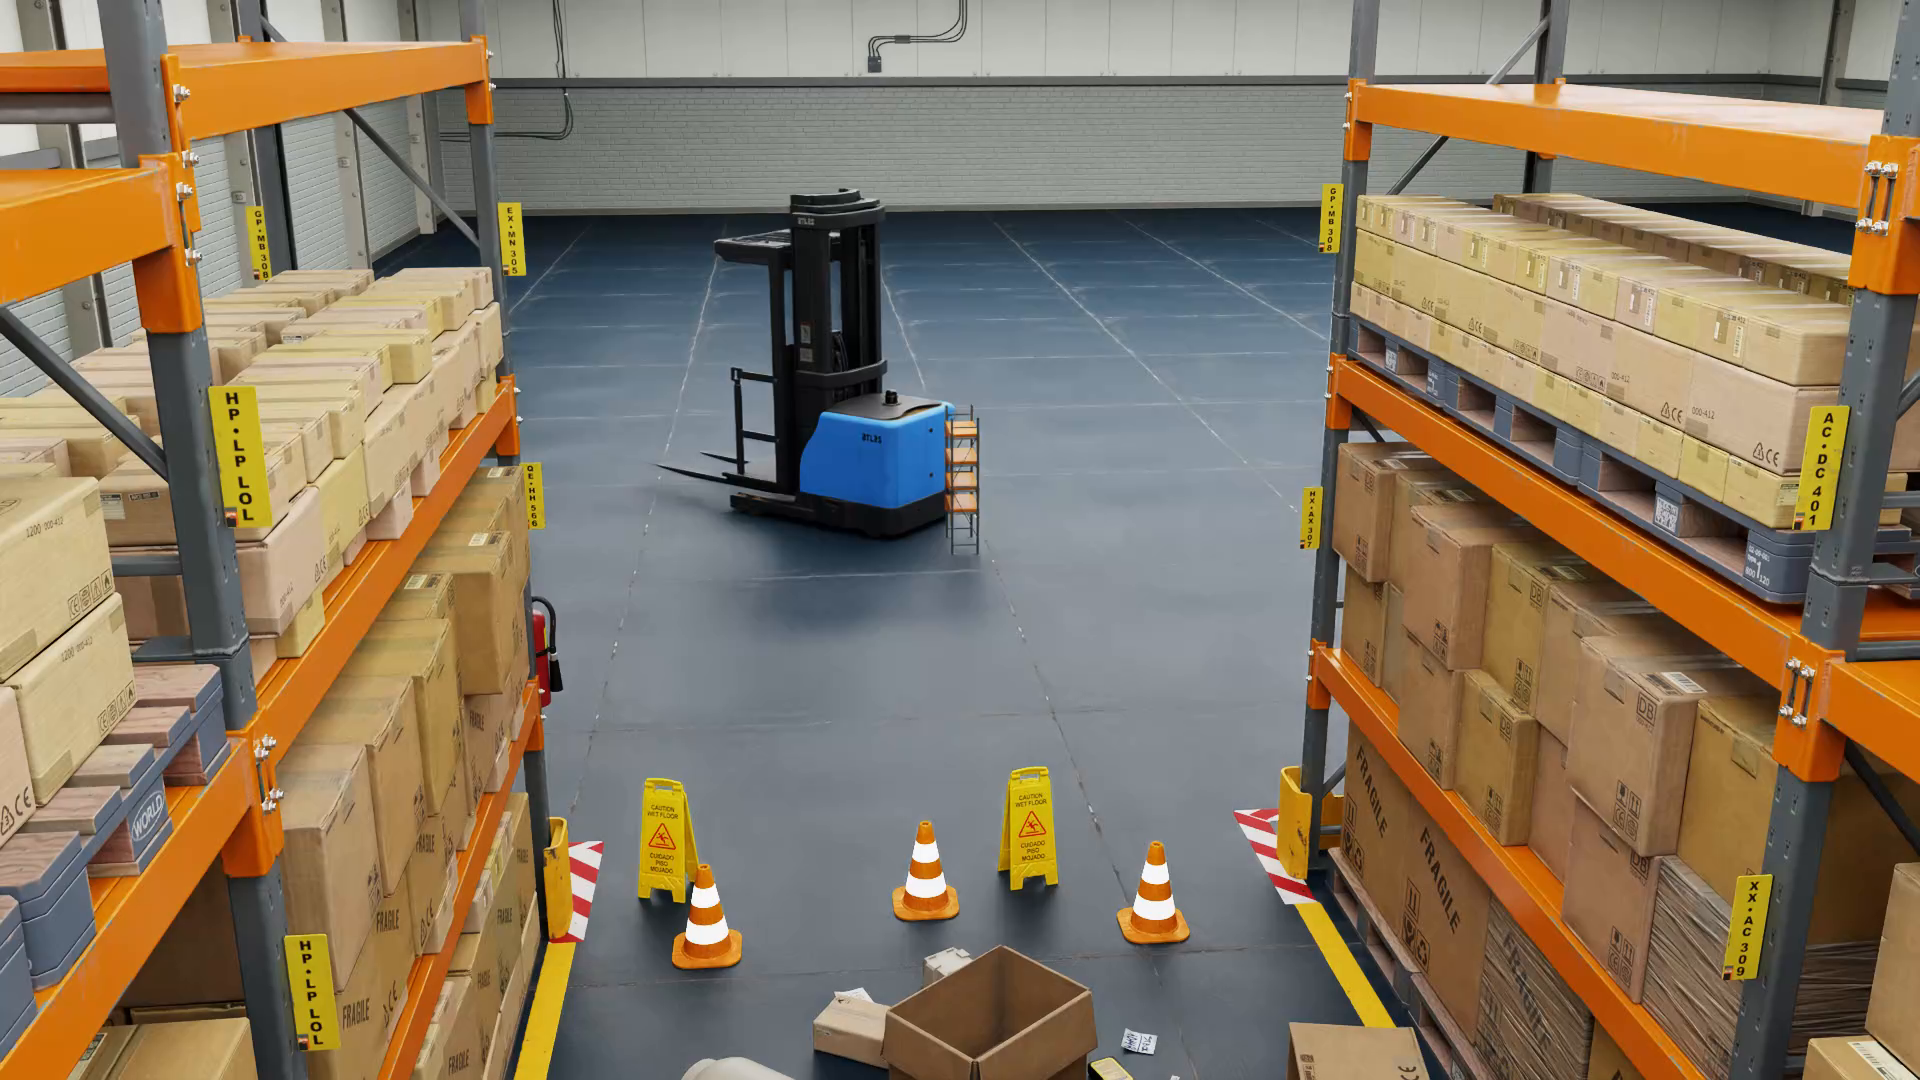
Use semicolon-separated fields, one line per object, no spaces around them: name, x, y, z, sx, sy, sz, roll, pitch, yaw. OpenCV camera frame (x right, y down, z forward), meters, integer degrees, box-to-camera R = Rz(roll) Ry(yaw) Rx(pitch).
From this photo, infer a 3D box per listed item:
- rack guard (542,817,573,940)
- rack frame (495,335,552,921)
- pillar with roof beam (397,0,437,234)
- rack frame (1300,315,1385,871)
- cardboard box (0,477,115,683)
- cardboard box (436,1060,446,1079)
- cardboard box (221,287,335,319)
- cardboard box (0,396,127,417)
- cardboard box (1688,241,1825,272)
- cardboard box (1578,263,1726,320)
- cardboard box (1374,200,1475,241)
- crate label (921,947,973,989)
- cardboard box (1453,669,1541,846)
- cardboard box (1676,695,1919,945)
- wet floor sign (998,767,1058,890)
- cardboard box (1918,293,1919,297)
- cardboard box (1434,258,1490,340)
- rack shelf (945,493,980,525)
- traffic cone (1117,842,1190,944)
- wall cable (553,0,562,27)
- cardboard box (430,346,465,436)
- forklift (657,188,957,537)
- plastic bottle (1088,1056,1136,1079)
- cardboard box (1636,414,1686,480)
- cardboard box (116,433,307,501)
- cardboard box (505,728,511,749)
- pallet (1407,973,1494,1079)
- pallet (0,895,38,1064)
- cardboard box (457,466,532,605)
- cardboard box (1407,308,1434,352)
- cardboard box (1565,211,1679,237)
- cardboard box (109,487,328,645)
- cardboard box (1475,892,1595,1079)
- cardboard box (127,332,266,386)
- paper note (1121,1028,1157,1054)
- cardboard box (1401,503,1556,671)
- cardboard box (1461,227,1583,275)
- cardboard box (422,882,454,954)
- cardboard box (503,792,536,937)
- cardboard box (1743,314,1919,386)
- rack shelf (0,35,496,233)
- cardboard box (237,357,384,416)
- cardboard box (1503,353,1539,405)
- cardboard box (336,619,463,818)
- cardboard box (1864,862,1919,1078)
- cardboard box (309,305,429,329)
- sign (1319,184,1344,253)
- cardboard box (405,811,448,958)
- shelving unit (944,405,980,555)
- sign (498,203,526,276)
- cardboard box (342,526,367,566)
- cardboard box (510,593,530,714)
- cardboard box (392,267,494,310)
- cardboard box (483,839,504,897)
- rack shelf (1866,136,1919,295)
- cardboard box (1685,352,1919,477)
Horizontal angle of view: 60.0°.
rack guard;-2.569;1.723;8.355;1.175;0.500;0.348;-2;18;-6
rack frame;-2.576;0.507;8.053;1.000;3.000;0.127;-2;18;-6
pillar with roof beam;-7.150;-11.036;34.806;9.100;9.000;0.400;-2;18;-6
rack frame;2.337;0.324;8.636;1.000;3.000;0.127;-2;18;-6
cardboard box;-1.977;0.070;3.155;0.500;0.250;0.500;-1;17;-4
cardboard box;-2.023;2.110;5.587;0.500;0.500;0.500;-1;17;-3
cardboard box;-2.736;-0.921;6.683;0.380;0.149;0.250;-2;18;-6
cardboard box;-2.612;-0.309;4.733;0.380;0.149;0.250;-1;17;-4
cardboard box;2.893;-0.996;6.054;0.380;0.149;0.250;-2;18;-6
cardboard box;2.289;-0.825;5.508;0.380;0.149;0.250;-2;18;-5
cardboard box;2.080;-1.431;7.441;0.380;0.149;0.250;-2;18;-5
crate label;-0.037;2.058;7.892;0.250;0.136;0.298;-12;21;-34
cardboard box;2.527;0.853;6.703;0.875;0.550;0.500;-2;18;-6
cardboard box;2.746;0.818;5.009;0.875;0.550;0.550;-2;18;-6
wet floor sign;0.364;1.500;8.821;0.267;0.644;0.232;-5;18;-15
cardboard box;2.997;-0.694;5.092;0.380;0.149;0.250;-2;18;-6
cardboard box;2.238;-0.972;6.643;0.500;0.250;0.500;-2;18;-6
rack shelf;0.017;-0.269;14.420;0.258;0.148;0.480;-2;18;-6
traffic cone;0.979;1.737;8.372;0.336;0.463;0.334;-2;18;-6
wall cable;-7.730;-12.833;37.283;3.097;2.526;0.112;-2;18;-6
cardboard box;-2.147;-0.546;6.153;0.500;0.250;0.500;-1;17;-4
forklift;-1.533;-1.746;15.345;3.031;2.935;1.130;12;21;33
plastic bottle;0.674;2.330;7.152;0.133;0.061;0.283;-8;19;-25
cardboard box;2.339;-0.294;5.149;0.380;0.149;0.250;-2;17;-5
cardboard box;-1.927;-0.173;4.301;0.380;0.149;0.250;-1;17;-4
cardboard box;-2.183;0.881;7.282;0.380;0.149;0.250;-2;18;-7
pallet;2.620;2.253;7.147;1.003;0.211;1.213;-2;18;-6
pallet;-2.096;0.854;2.255;1.213;0.211;1.003;-2;18;-6
cardboard box;-2.307;-0.014;7.380;0.700;0.500;0.500;-2;18;-7
cardboard box;2.132;-0.897;7.069;0.380;0.149;0.250;-2;18;-5
cardboard box;2.788;-1.298;7.015;0.380;0.149;0.250;-1;17;-5
cardboard box;-1.937;0.058;4.230;0.500;0.250;0.500;-2;18;-7
cardboard box;2.657;1.872;6.554;0.875;0.875;0.875;-2;18;-5
cardboard box;-2.617;-0.618;5.717;0.380;0.149;0.250;-1;17;-4
paper note;0.806;2.249;7.465;0.144;0.017;0.142;4;18;13
cardboard box;2.408;0.181;7.038;0.875;0.550;0.550;-2;18;-6
cardboard box;2.185;-1.127;6.472;0.380;0.149;0.250;-2;18;-6
cardboard box;-2.000;1.334;5.840;0.380;0.149;0.250;-2;18;-5
cardboard box;-2.234;1.492;7.555;0.500;0.500;0.500;-2;18;-5
cardboard box;2.395;-0.523;4.547;0.380;0.149;0.250;-2;18;-6
rack shelf;-2.370;-1.414;5.364;1.077;0.370;4.000;-2;18;-6
cardboard box;-2.060;-0.483;5.287;0.380;0.149;0.250;-2;18;-6
cardboard box;2.236;-0.596;6.113;0.380;0.149;0.250;-2;18;-6
cardboard box;-2.049;0.591;5.453;0.700;0.500;0.500;-2;18;-7
cardboard box;2.806;1.139;4.205;0.700;0.500;0.500;-2;18;-7
cardboard box;-2.222;-0.789;6.262;0.380;0.149;0.250;-2;18;-6
sign;1.784;-1.546;7.995;0.100;0.325;0.005;-2;18;-6
cardboard box;-2.046;1.071;5.594;0.500;0.500;0.500;-2;18;-6
shelving unit;0.017;-0.523;14.340;0.258;1.200;0.503;-2;18;-6
sign;-2.022;-1.357;7.507;0.100;0.325;0.005;-2;18;-6
cardboard box;-2.062;-0.018;5.140;0.380;0.149;0.250;-2;18;-7
cardboard box;-2.246;0.471;7.505;0.500;0.500;0.500;-2;18;-7
cardboard box;-2.248;-1.093;7.230;0.380;0.149;0.250;-2;18;-5
cardboard box;-2.107;1.365;6.877;0.380;0.149;0.250;-1;17;-5
rack shelf;2.956;-0.216;2.211;1.077;0.370;4.000;-2;18;-6
cardboard box;2.443;-0.372;4.732;0.500;0.250;0.500;-2;18;-6
